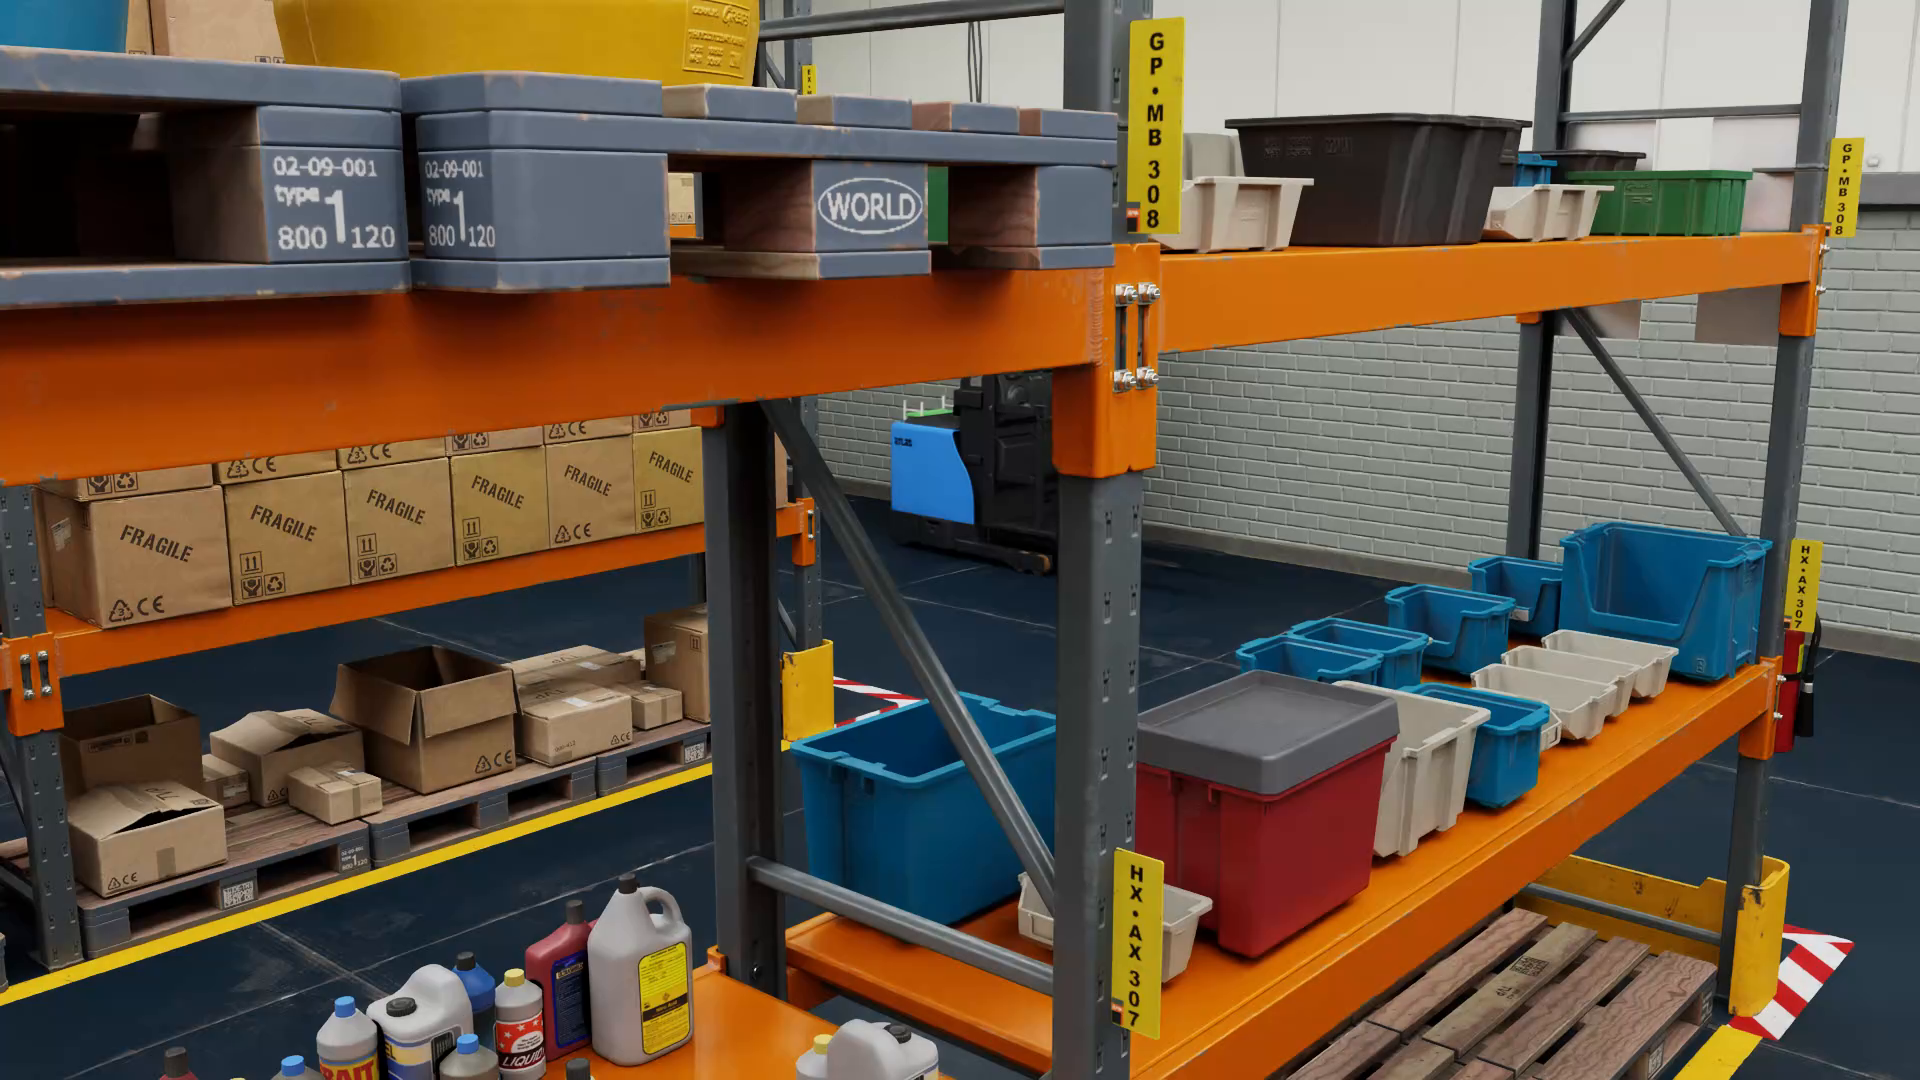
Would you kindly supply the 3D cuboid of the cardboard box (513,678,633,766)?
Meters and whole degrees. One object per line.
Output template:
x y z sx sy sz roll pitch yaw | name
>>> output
-2.008 0.911 8.390 0.500 0.250 0.500 10 15 40 | cardboard box

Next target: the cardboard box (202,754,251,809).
-3.460 1.118 7.612 0.380 0.149 0.250 10 15 40 | cardboard box

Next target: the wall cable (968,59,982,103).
-0.906 -3.315 16.259 3.097 2.526 0.112 10 15 40 | wall cable

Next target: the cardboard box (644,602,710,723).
-1.359 0.652 9.045 0.500 0.500 0.500 10 15 40 | cardboard box

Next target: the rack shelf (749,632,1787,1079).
1.213 0.818 4.792 1.077 0.370 4.000 10 15 40 | rack shelf

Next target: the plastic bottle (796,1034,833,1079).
-0.230 0.944 2.835 0.097 0.201 0.097 0 11 0 | plastic bottle

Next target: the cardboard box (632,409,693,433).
-1.605 -0.833 8.417 0.500 0.500 0.500 10 15 42 | cardboard box

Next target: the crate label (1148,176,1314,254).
0.433 -0.616 3.153 0.293 0.136 0.466 10 15 40 | crate label

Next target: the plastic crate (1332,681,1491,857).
1.039 0.588 4.259 0.437 0.282 0.530 10 15 40 | plastic crate

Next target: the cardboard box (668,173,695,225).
-1.664 -1.685 8.214 0.500 0.250 0.500 10 15 40 | cardboard box

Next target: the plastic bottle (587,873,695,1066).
-0.610 0.800 3.174 0.144 0.351 0.185 10 15 40 | plastic bottle

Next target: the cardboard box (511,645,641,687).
-2.087 0.780 9.045 0.500 0.250 0.500 10 15 40 | cardboard box

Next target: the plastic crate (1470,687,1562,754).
1.582 0.546 4.841 0.298 0.136 0.250 10 15 40 | plastic crate

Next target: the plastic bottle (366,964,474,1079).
-0.940 0.893 2.896 0.152 0.276 0.135 10 15 40 | plastic bottle

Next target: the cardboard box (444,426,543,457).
-2.283 -0.681 7.654 0.500 0.500 0.500 10 15 42 | cardboard box

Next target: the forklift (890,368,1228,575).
0.791 -1.270 13.586 3.031 2.935 1.130 11 16 43 | forklift

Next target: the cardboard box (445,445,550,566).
-2.282 -0.194 7.768 0.500 0.500 0.500 9 15 40 | cardboard box

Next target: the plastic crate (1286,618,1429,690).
1.254 0.412 5.266 0.416 0.233 0.300 10 15 40 | plastic crate

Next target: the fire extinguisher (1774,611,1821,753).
2.974 0.429 6.056 0.296 0.674 0.183 10 15 40 | fire extinguisher

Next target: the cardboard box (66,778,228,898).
-3.386 1.188 6.847 0.500 0.311 0.500 10 15 40 | cardboard box

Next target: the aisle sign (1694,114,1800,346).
2.801 -1.076 5.803 0.394 0.787 0.004 10 15 40 | aisle sign

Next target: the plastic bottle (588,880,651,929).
-0.670 0.816 3.266 0.061 0.283 0.133 10 15 40 | plastic bottle

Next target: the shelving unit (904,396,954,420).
-0.241 -0.680 15.052 0.258 1.200 0.503 11 16 43 | shelving unit

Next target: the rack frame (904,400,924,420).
-0.412 -0.646 14.881 0.240 1.200 0.015 11 16 43 | rack frame

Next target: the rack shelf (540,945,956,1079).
-1.427 1.407 1.845 1.077 0.370 4.000 10 15 40 | rack shelf

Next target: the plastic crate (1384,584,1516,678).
1.689 0.315 5.751 0.416 0.233 0.300 10 15 40 | plastic crate

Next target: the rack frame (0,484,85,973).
-3.825 0.119 6.457 1.000 3.000 0.127 10 15 40 | rack frame

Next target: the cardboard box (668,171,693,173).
-1.662 -1.930 8.164 0.500 0.250 0.500 10 15 40 | cardboard box

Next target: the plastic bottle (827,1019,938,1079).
-0.124 0.921 2.761 0.152 0.276 0.135 10 15 40 | plastic bottle

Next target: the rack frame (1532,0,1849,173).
2.533 -2.770 5.607 1.000 3.000 0.127 10 15 40 | rack frame

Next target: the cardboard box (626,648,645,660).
-1.720 0.730 9.554 0.380 0.149 0.250 10 15 40 | cardboard box

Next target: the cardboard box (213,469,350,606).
-2.949 -0.046 7.026 0.500 0.500 0.500 10 15 41 | cardboard box

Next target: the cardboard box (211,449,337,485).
-2.963 -0.529 6.895 0.500 0.500 0.500 9 15 39 | cardboard box

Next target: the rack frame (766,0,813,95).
-1.185 -3.411 8.816 1.000 3.000 0.127 10 15 40 | rack frame

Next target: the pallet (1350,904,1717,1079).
1.960 1.655 5.885 1.003 0.211 1.213 10 15 40 | pallet

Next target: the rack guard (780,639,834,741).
-1.235 0.767 9.593 1.175 0.500 0.348 10 15 40 | rack guard

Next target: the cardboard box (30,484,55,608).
-3.688 -0.037 6.982 0.500 0.500 0.500 10 15 41 | cardboard box

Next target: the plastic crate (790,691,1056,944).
-0.055 0.626 3.808 0.392 0.384 0.575 10 15 40 | plastic crate

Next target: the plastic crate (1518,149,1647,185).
2.070 -1.215 5.810 0.497 0.269 0.590 10 15 40 | plastic crate

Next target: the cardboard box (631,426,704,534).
-1.616 -0.341 8.503 0.500 0.500 0.500 10 15 41 | cardboard box

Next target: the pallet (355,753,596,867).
-2.566 1.205 8.138 1.003 0.211 1.213 10 15 40 | pallet

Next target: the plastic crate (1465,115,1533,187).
1.318 -1.080 4.959 0.504 0.338 0.767 10 15 40 | plastic crate

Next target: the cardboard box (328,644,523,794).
-2.589 0.850 8.046 0.797 0.503 0.637 10 15 40 | cardboard box

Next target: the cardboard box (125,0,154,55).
-3.533 -1.968 6.439 0.700 0.500 0.500 10 15 40 | cardboard box

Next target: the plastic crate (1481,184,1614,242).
1.356 -0.834 4.244 0.437 0.136 0.530 10 15 40 | plastic crate

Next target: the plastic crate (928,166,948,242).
-0.054 -0.709 3.483 0.450 0.188 0.662 10 15 40 | plastic crate

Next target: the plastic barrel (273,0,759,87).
-0.557 -0.849 2.091 0.600 0.588 0.600 0 11 0 | plastic barrel

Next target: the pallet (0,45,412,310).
-1.298 -0.323 1.495 1.003 0.211 1.213 10 15 40 | pallet

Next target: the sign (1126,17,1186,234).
0.305 -0.644 2.596 0.100 0.325 0.005 10 15 40 | sign

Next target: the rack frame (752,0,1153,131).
-0.107 -2.182 2.660 1.000 3.000 0.127 10 15 40 | rack frame

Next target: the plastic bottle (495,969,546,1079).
-0.820 0.895 3.078 0.097 0.201 0.097 0 11 0 | plastic bottle

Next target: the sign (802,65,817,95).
-0.781 -2.300 8.649 0.100 0.325 0.005 10 15 40 | sign

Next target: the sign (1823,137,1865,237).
2.957 -1.179 5.567 0.100 0.325 0.005 10 15 40 | sign

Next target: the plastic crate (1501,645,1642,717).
1.929 0.455 5.292 0.396 0.136 0.243 10 15 40 | plastic crate

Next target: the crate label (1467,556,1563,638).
2.123 0.218 6.236 0.416 0.233 0.303 10 15 40 | crate label

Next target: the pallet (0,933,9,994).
-4.334 1.611 6.107 1.003 0.211 1.213 10 15 40 | pallet

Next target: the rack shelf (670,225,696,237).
-2.505 -1.293 7.707 1.077 0.370 4.000 10 15 40 | rack shelf

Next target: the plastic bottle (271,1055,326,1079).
-1.102 0.958 2.764 0.097 0.201 0.097 0 11 0 | plastic bottle
